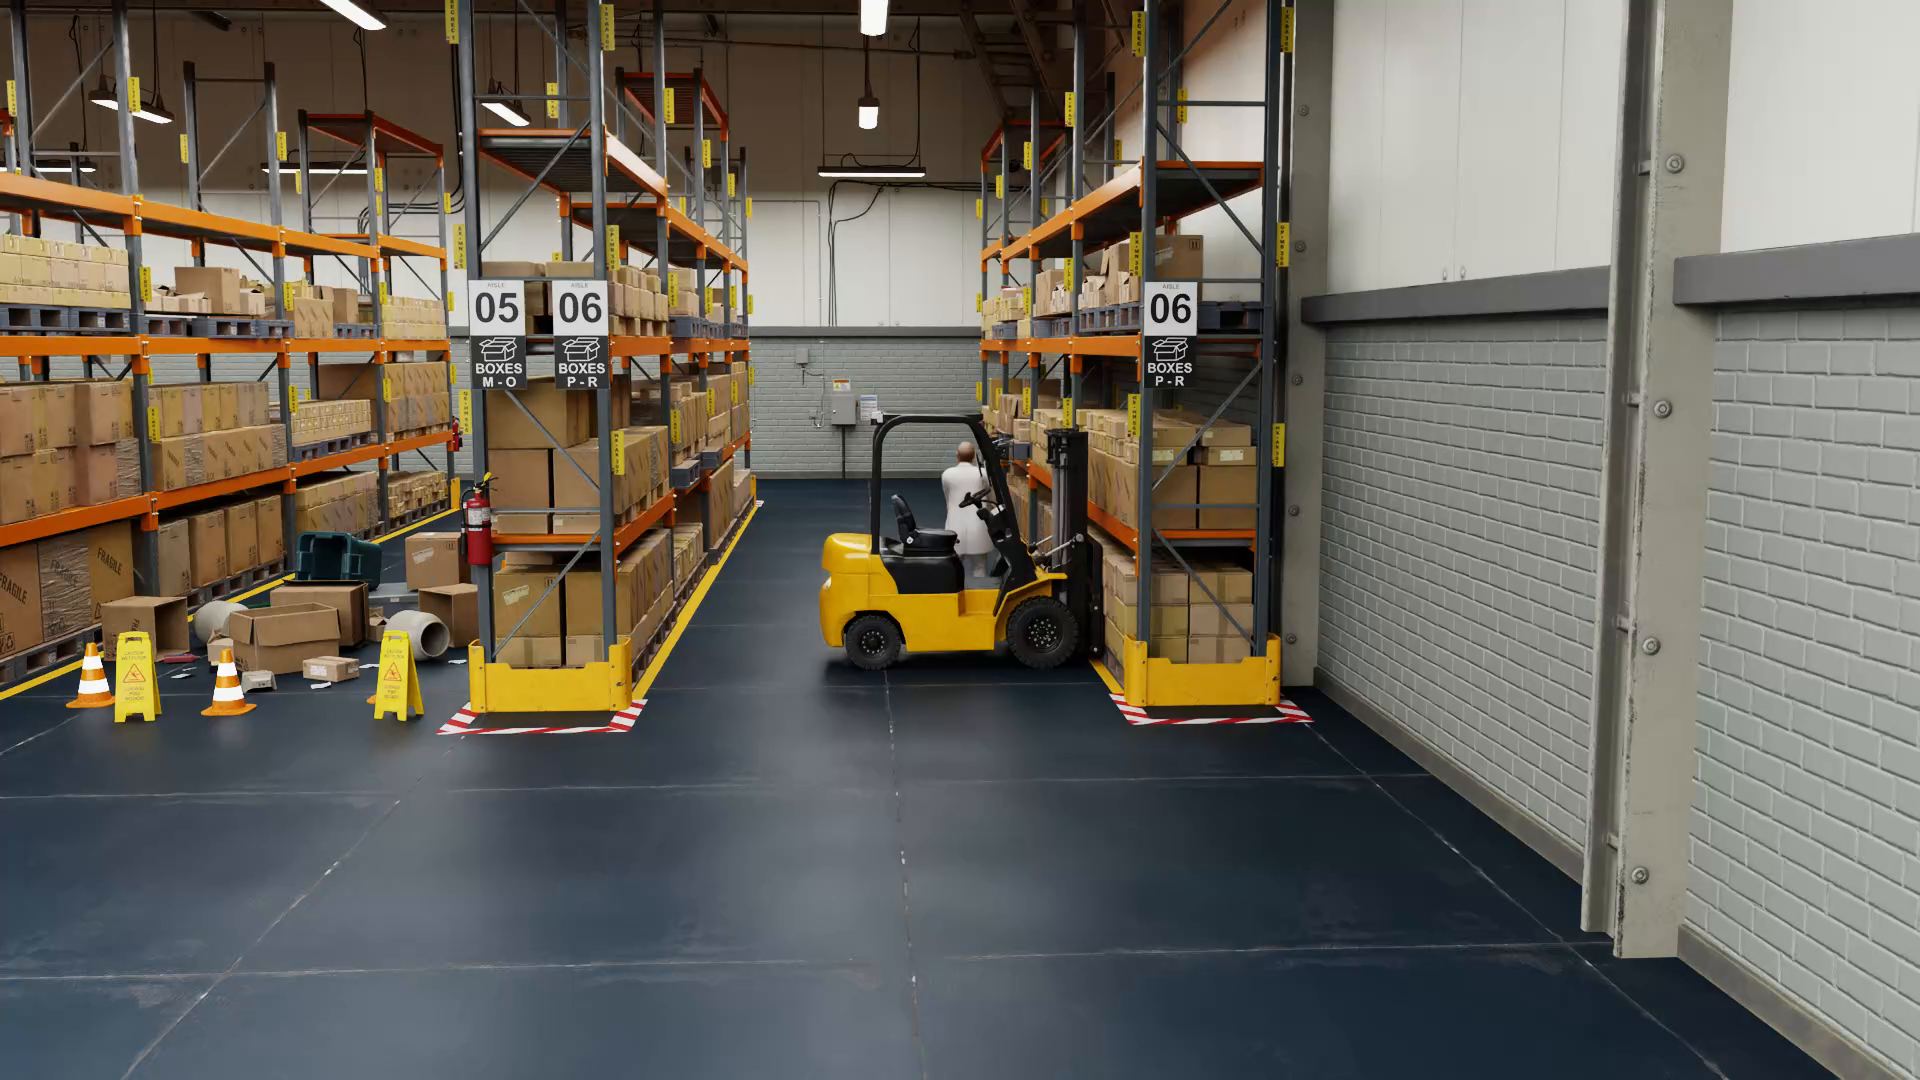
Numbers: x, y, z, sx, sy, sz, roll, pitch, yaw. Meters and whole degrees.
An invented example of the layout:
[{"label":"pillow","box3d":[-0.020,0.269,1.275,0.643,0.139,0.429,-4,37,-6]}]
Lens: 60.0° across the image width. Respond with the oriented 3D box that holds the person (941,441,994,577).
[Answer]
[{"label":"person","box3d":[0.082,-0.110,16.751,0.526,1.780,0.556,1,7,5]}]
